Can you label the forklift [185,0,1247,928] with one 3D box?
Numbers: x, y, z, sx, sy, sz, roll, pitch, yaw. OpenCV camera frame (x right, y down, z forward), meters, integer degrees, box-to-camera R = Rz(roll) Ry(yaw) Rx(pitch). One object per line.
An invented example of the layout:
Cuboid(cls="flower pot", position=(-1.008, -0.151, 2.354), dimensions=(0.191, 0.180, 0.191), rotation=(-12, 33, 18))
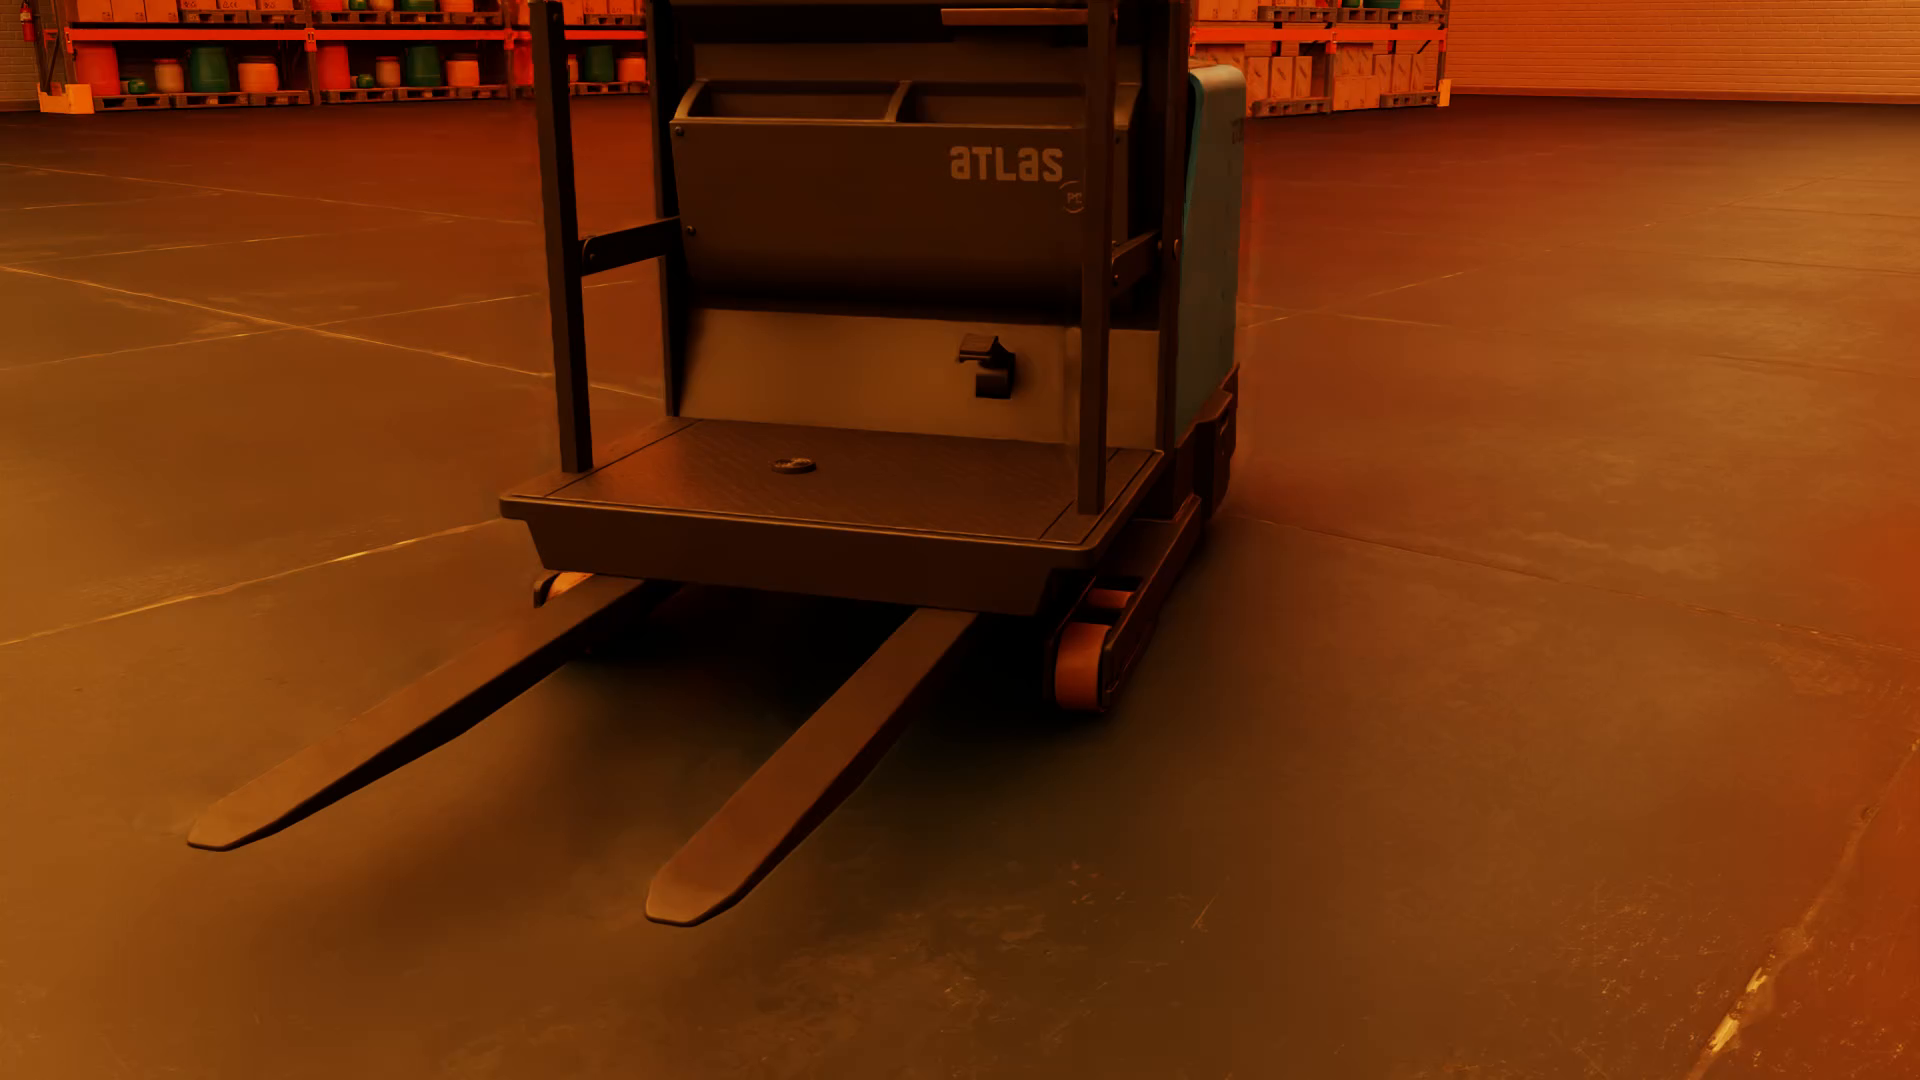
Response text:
Cuboid(cls="forklift", position=(-0.173, -1.222, 2.921), dimensions=(1.130, 2.935, 3.031), rotation=(5, 18, 16))
